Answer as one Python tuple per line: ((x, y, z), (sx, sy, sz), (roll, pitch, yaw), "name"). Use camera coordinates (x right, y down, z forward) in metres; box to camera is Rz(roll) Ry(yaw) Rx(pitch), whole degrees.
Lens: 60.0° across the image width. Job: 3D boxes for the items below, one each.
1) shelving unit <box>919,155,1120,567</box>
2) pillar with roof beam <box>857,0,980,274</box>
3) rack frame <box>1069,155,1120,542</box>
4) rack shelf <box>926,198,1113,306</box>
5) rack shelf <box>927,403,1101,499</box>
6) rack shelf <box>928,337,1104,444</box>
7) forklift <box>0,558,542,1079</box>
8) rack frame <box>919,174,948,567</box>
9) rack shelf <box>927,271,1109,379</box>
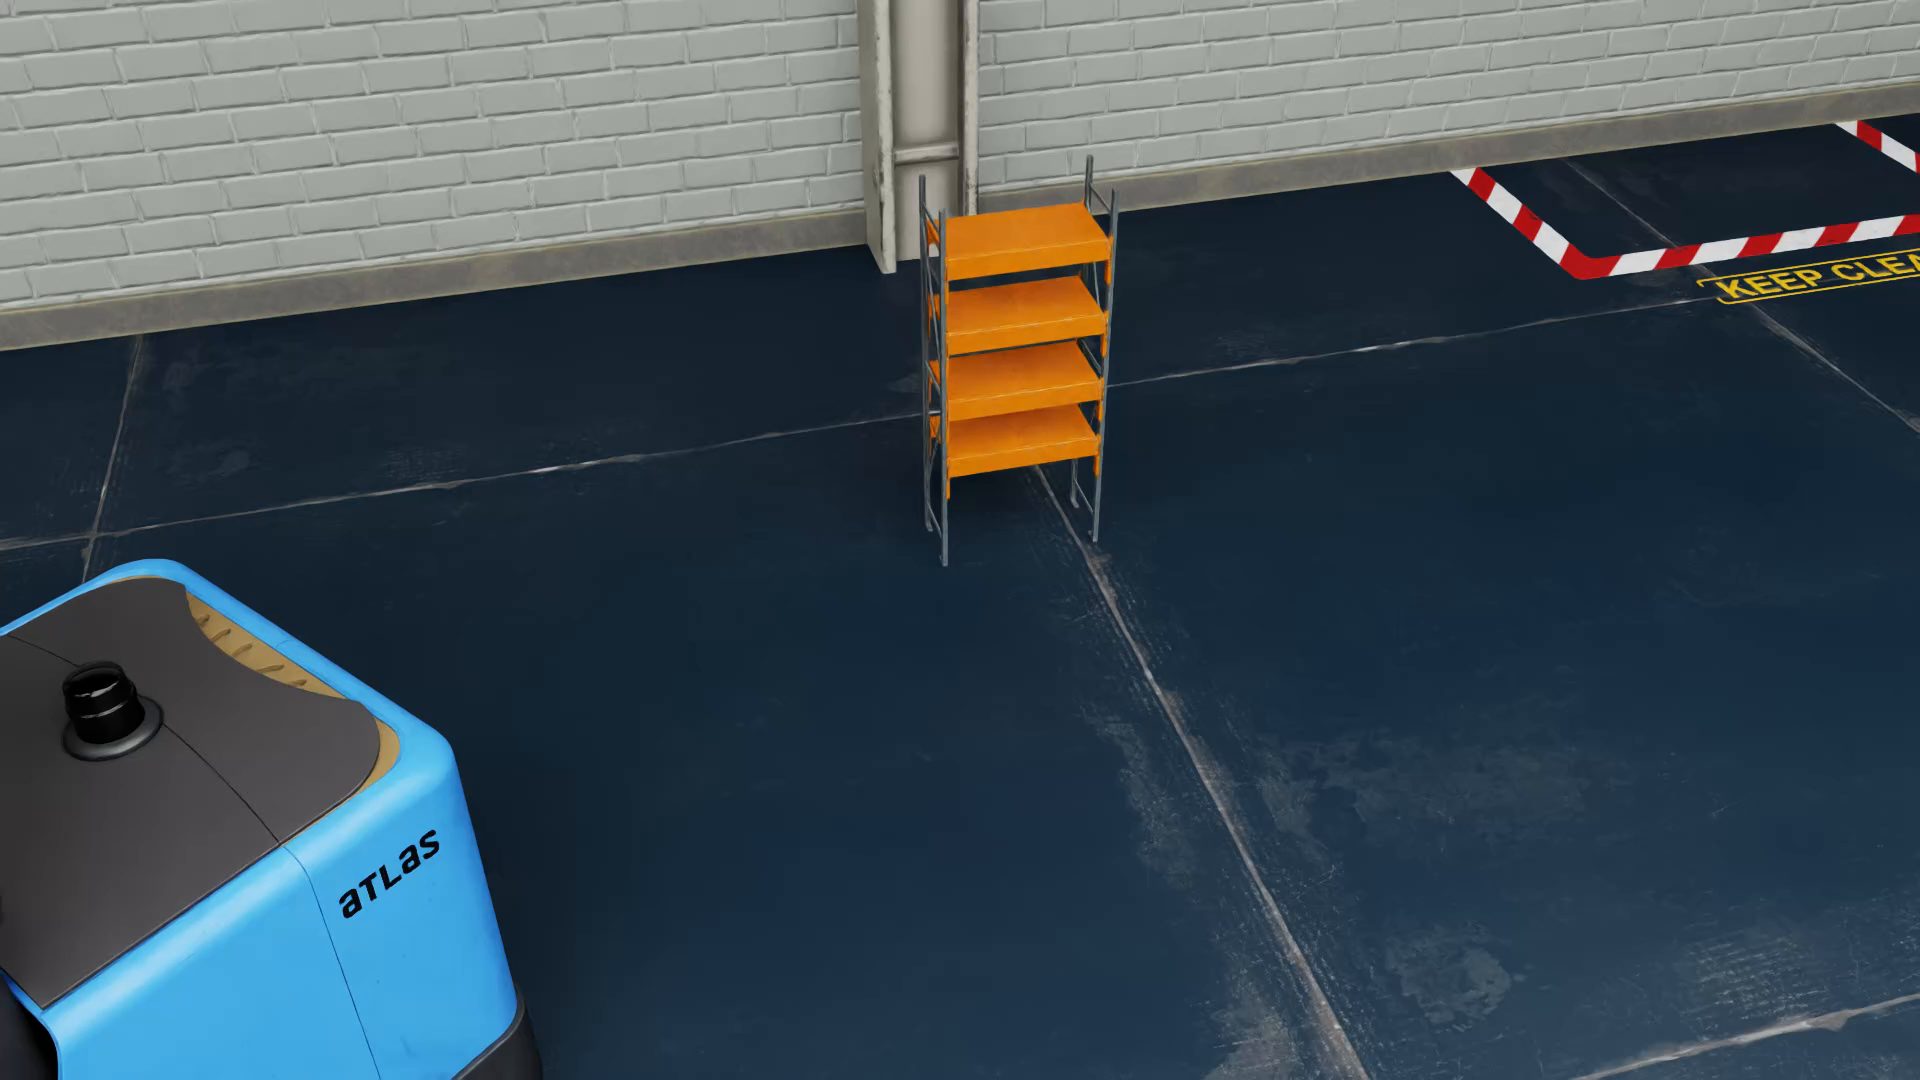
((0.160, -0.503, 4.920), (0.503, 1.200, 0.258), (-9, 38, -12), "shelving unit")
((0.965, -2.233, 0.762), (0.400, 9.000, 9.100), (-9, 38, -12), "pillar with roof beam")
((0.395, -0.541, 4.970), (0.015, 1.200, 0.240), (-9, 38, -12), "rack frame")
((0.160, -0.815, 4.681), (0.480, 0.148, 0.258), (-9, 38, -12), "rack shelf")
((0.160, -0.292, 5.081), (0.480, 0.148, 0.258), (-9, 38, -12), "rack shelf")
((0.160, -0.449, 4.961), (0.480, 0.148, 0.258), (-9, 38, -12), "rack shelf")
((-2.198, 0.592, 2.064), (1.130, 2.935, 3.031), (25, 44, 29), "forklift")
((-0.076, -0.464, 4.869), (0.015, 1.200, 0.240), (-9, 38, -12), "rack frame")
((0.160, -0.627, 4.825), (0.480, 0.148, 0.258), (-9, 38, -12), "rack shelf")
